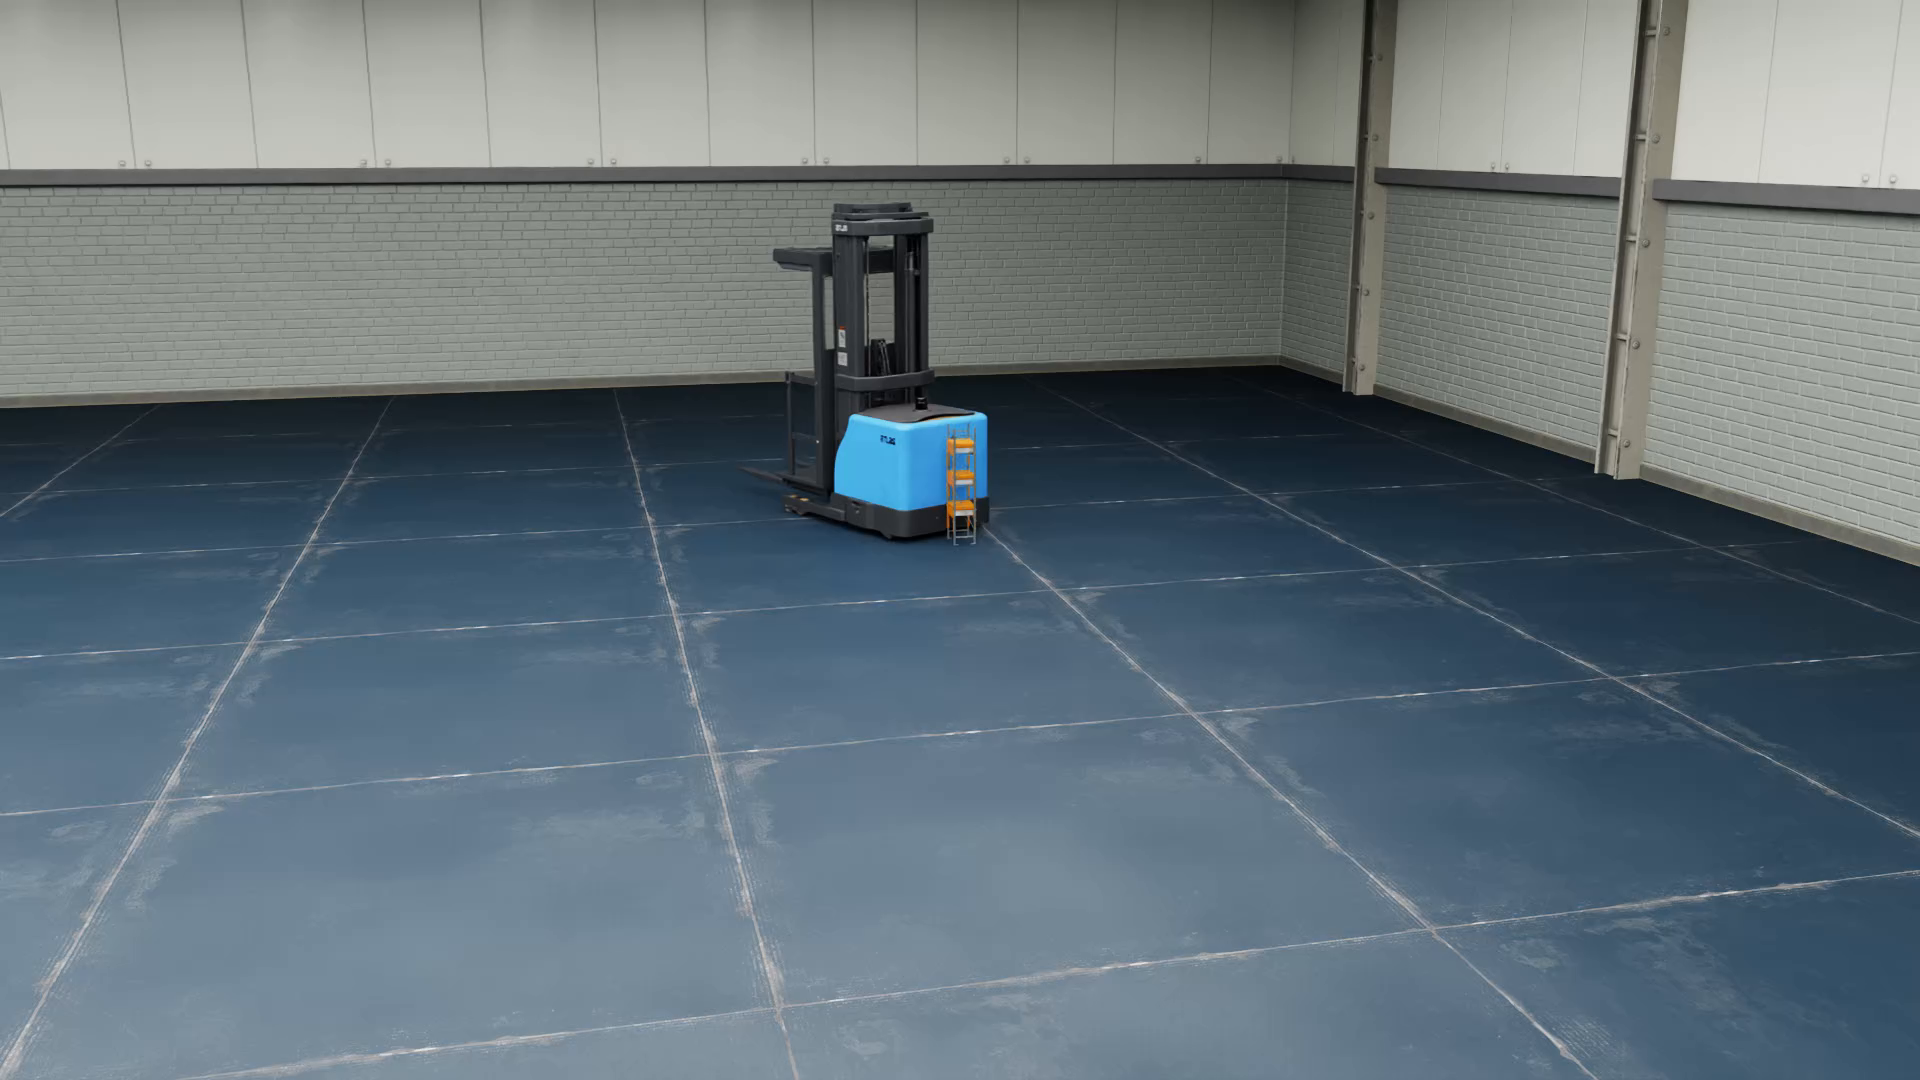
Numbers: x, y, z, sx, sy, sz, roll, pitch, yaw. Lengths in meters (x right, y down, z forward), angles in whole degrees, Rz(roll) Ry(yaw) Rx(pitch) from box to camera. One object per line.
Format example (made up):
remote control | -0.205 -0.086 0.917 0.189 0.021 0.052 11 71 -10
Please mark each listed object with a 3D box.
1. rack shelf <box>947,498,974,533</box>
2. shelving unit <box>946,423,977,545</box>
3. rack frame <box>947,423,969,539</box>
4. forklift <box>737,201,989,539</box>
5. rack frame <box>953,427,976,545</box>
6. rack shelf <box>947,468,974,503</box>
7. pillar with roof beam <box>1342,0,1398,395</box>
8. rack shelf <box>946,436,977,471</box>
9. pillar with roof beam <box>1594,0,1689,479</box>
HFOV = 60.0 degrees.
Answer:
rack shelf | 0.013 -0.217 14.820 0.215 0.259 0.240 -3 14 -13
shelving unit | 0.013 -0.498 14.752 0.215 1.050 0.252 -3 14 -13
rack frame | -0.016 -0.526 14.867 0.200 1.050 0.008 -3 14 -13
forklift | -1.060 -1.723 15.804 1.130 2.935 3.031 -11 18 -38
rack frame | 0.041 -0.470 14.637 0.200 1.050 0.008 -3 14 -13
rack shelf | 0.013 -0.487 14.754 0.215 0.259 0.240 -3 14 -13
pillar with roof beam | 1.432 -6.208 21.377 9.100 9.000 0.400 -3 14 -13
rack shelf | 0.013 -0.763 14.687 0.215 0.259 0.240 -3 14 -13
pillar with roof beam | 2.841 -4.824 15.711 9.100 9.000 0.400 -3 14 -13
